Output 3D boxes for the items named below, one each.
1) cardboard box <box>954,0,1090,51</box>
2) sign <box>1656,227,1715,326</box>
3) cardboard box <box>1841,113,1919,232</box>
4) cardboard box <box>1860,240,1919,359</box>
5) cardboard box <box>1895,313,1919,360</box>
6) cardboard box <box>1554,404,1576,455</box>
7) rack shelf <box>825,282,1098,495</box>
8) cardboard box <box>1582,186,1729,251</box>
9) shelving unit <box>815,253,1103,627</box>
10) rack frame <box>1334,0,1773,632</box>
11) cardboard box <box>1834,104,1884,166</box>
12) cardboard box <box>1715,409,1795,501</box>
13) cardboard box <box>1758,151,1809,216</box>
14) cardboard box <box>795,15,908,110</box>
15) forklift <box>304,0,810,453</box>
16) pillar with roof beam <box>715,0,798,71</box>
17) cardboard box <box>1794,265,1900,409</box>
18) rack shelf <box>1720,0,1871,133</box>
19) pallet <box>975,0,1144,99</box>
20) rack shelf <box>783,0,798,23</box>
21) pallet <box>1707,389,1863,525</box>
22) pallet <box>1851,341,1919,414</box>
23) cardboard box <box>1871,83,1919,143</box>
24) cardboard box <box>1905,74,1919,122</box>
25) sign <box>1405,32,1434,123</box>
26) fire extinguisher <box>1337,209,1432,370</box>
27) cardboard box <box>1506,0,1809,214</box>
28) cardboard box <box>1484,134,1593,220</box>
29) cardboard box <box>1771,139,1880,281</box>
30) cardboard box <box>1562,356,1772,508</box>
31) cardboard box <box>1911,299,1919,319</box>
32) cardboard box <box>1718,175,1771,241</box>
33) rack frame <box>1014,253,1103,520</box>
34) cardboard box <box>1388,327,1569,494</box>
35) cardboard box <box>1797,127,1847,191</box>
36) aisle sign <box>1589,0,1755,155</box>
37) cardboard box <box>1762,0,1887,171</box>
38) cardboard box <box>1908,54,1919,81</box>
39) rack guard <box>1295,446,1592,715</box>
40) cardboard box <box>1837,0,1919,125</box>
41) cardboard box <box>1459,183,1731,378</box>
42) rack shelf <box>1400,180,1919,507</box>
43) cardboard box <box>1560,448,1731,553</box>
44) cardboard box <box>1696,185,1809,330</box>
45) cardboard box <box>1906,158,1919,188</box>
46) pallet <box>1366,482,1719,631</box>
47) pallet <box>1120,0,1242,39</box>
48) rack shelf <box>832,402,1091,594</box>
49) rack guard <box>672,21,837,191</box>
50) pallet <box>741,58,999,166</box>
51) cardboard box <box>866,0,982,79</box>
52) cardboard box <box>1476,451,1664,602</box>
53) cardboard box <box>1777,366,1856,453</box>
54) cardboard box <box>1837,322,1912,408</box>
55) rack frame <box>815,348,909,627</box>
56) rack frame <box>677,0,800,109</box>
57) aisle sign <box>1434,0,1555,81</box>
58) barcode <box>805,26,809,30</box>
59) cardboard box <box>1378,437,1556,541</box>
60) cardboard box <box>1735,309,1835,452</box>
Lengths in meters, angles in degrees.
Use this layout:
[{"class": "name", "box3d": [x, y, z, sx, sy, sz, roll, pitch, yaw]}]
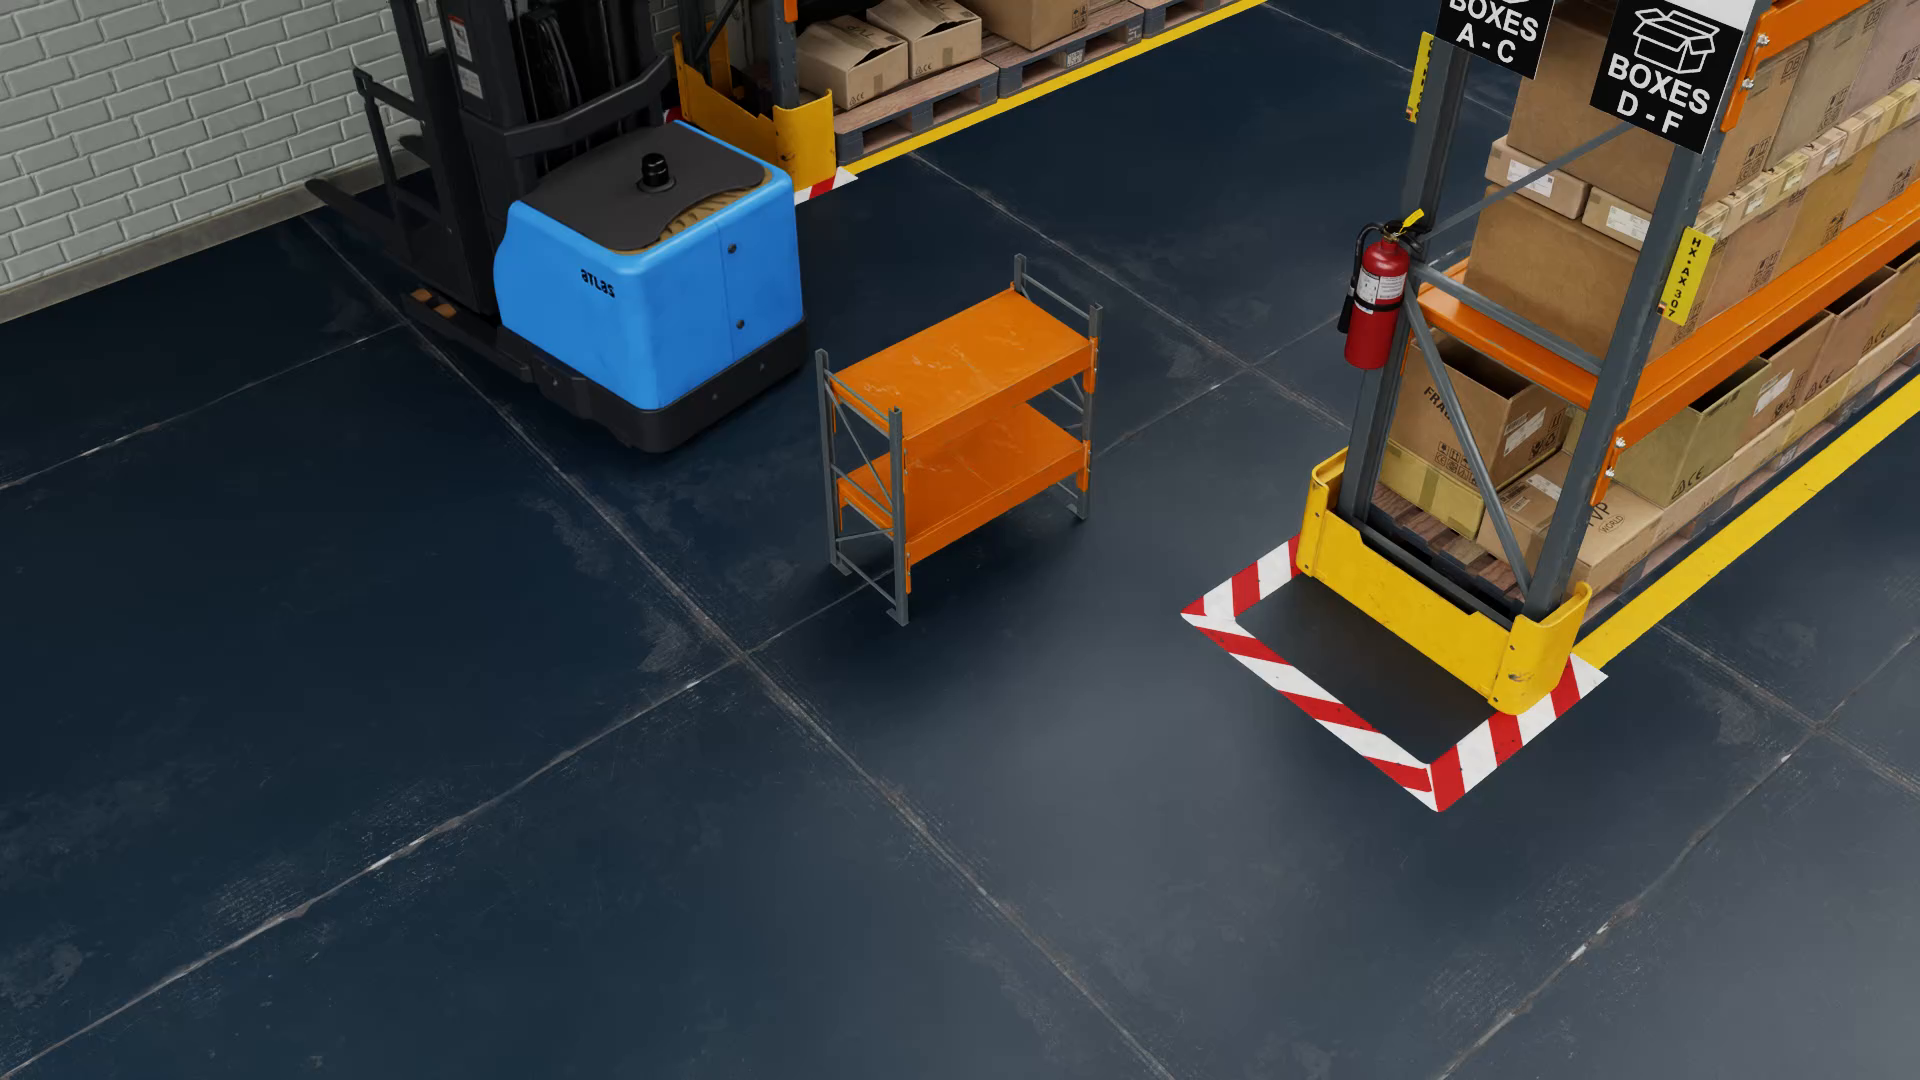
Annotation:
[{"class": "cardboard box", "box3d": [0.379, -3.432, 10.218, 0.500, 0.500, 0.700, -33, 52, -30]}, {"class": "sign", "box3d": [2.291, -0.831, 5.253, 0.005, 0.325, 0.100, -30, 51, -28]}, {"class": "cardboard box", "box3d": [3.491, -1.697, 6.792, 0.500, 0.500, 0.700, -28, 50, -27]}, {"class": "cardboard box", "box3d": [4.020, -1.208, 7.499, 0.500, 0.500, 0.500, -30, 51, -28]}, {"class": "cardboard box", "box3d": [4.402, -1.155, 7.991, 0.500, 0.250, 0.500, -30, 51, -28]}, {"class": "cardboard box", "box3d": [2.537, -0.548, 7.344, 0.500, 0.250, 0.500, -30, 51, -28]}, {"class": "rack shelf", "box3d": [0.005, -0.626, 6.668, 1.000, 0.278, 0.538, -30, 51, -28]}, {"class": "cardboard box", "box3d": [2.378, -1.113, 5.697, 0.250, 0.149, 0.380, -30, 51, -28]}, {"class": "shelving unit", "box3d": [0.005, -0.413, 6.868, 1.048, 1.125, 0.538, -30, 51, -28]}, {"class": "rack frame", "box3d": [1.939, -0.780, 5.890, 0.127, 3.000, 1.000, -30, 51, -28]}, {"class": "cardboard box", "box3d": [3.169, -1.567, 6.180, 0.250, 0.149, 0.380, -32, 52, -29]}, {"class": "cardboard box", "box3d": [3.258, -0.491, 7.283, 0.500, 0.250, 0.500, -30, 51, -28]}, {"class": "cardboard box", "box3d": [2.771, -1.339, 5.938, 0.250, 0.149, 0.380, -30, 51, -28]}, {"class": "cardboard box", "box3d": [-0.653, -2.817, 9.701, 0.500, 0.311, 0.500, 33, 52, 30]}, {"class": "forklift", "box3d": [-2.178, -2.329, 7.589, 3.031, 2.935, 1.130, 31, 51, 28]}, {"class": "pillar with roof beam", "box3d": [1.502, -4.068, 5.008, 0.400, 9.000, 9.100, -30, 51, -28]}, {"class": "cardboard box", "box3d": [3.646, -0.981, 7.257, 0.500, 0.500, 0.500, -30, 51, -28]}, {"class": "rack shelf", "box3d": [3.473, -2.490, 6.045, 4.000, 0.370, 1.077, -30, 51, -28]}, {"class": "pallet", "box3d": [0.398, -3.268, 10.576, 1.213, 0.211, 1.003, -30, 51, -28]}, {"class": "rack shelf", "box3d": [0.292, -3.996, 9.840, 4.000, 0.370, 1.077, -30, 51, -28]}, {"class": "pallet", "box3d": [3.434, -0.655, 7.793, 1.213, 0.211, 1.003, -30, 51, -28]}, {"class": "pallet", "box3d": [4.371, -1.194, 8.367, 1.213, 0.211, 1.003, -30, 51, -28]}, {"class": "cardboard box", "box3d": [3.365, -1.679, 6.300, 0.250, 0.149, 0.380, -30, 51, -28]}, {"class": "cardboard box", "box3d": [3.558, -1.787, 6.415, 0.250, 0.149, 0.380, -29, 51, -28]}, {"class": "sign", "box3d": [1.602, -1.580, 5.722, 0.005, 0.325, 0.100, -30, 51, -28]}, {"class": "fire extinguisher", "box3d": [1.551, -0.944, 6.121, 0.183, 0.674, 0.296, -30, 51, -28]}, {"class": "cardboard box", "box3d": [2.346, -1.511, 5.648, 0.500, 0.500, 0.700, -30, 51, -28]}, {"class": "cardboard box", "box3d": [2.110, -1.321, 5.919, 0.250, 0.149, 0.380, -31, 51, -28]}, {"class": "cardboard box", "box3d": [3.090, -1.463, 6.544, 0.500, 0.500, 0.700, -29, 51, -28]}, {"class": "cardboard box", "box3d": [2.876, -0.544, 6.792, 0.500, 0.500, 0.500, -30, 51, -28]}, {"class": "cardboard box", "box3d": [4.401, -1.430, 7.735, 0.500, 0.500, 0.500, -30, 51, -28]}, {"class": "cardboard box", "box3d": [2.579, -1.230, 5.822, 0.250, 0.149, 0.380, -31, 51, -29]}, {"class": "rack frame", "box3d": [0.395, -0.636, 7.106, 0.032, 1.125, 0.500, -30, 51, -28]}, {"class": "cardboard box", "box3d": [2.160, -0.596, 6.848, 0.500, 0.500, 0.500, -30, 51, -28]}, {"class": "cardboard box", "box3d": [2.966, -1.449, 6.054, 0.250, 0.149, 0.380, -31, 51, -28]}, {"class": "aisle sign", "box3d": [2.085, -1.538, 4.798, 0.004, 0.787, 0.394, -30, 51, -28]}, {"class": "cardboard box", "box3d": [2.746, -1.745, 5.897, 0.500, 0.500, 0.700, -31, 51, -29]}, {"class": "cardboard box", "box3d": [3.516, -2.187, 6.367, 0.500, 0.500, 0.700, -30, 51, -28]}, {"class": "rack guard", "box3d": [1.921, 0.141, 6.734, 0.348, 0.500, 1.175, -30, 51, -28]}, {"class": "cardboard box", "box3d": [3.132, -1.967, 6.133, 0.500, 0.500, 0.700, -30, 51, -28]}, {"class": "cardboard box", "box3d": [2.306, -1.015, 6.067, 0.500, 0.500, 0.700, -30, 51, -28]}, {"class": "rack shelf", "box3d": [3.473, -1.397, 7.072, 4.000, 0.370, 1.077, -30, 51, -28]}, {"class": "cardboard box", "box3d": [2.875, -0.272, 7.050, 0.500, 0.250, 0.500, -30, 51, -28]}, {"class": "cardboard box", "box3d": [2.705, -1.248, 6.315, 0.500, 0.500, 0.700, -28, 50, -27]}, {"class": "cardboard box", "box3d": [3.883, -1.922, 7.033, 0.500, 0.500, 0.700, -29, 50, -27]}, {"class": "pallet", "box3d": [2.499, -0.122, 7.226, 1.213, 0.211, 1.003, -30, 51, -28]}, {"class": "pallet", "box3d": [1.334, -3.807, 11.149, 1.213, 0.211, 1.003, -30, 51, -28]}, {"class": "rack shelf", "box3d": [0.005, -0.235, 7.035, 1.000, 0.278, 0.538, -30, 51, -28]}, {"class": "rack guard", "box3d": [-1.184, -2.502, 9.549, 0.348, 0.500, 1.175, -30, 51, -28]}, {"class": "pallet", "box3d": [-0.538, -2.735, 10.008, 1.213, 0.211, 1.003, -30, 51, -28]}, {"class": "cardboard box", "box3d": [-0.216, -3.067, 9.968, 0.500, 0.311, 0.500, -26, 49, -25]}, {"class": "cardboard box", "box3d": [2.493, -0.050, 6.814, 0.500, 0.250, 0.500, -30, 51, -28]}, {"class": "cardboard box", "box3d": [3.645, -0.708, 7.514, 0.500, 0.250, 0.500, -30, 51, -28]}, {"class": "cardboard box", "box3d": [4.028, -0.928, 7.749, 0.500, 0.250, 0.500, -30, 51, -28]}, {"class": "rack frame", "box3d": [-0.385, -0.190, 6.630, 0.032, 1.125, 0.500, -30, 51, -28]}, {"class": "rack frame", "box3d": [-1.242, -3.380, 8.658, 0.127, 3.000, 1.000, -30, 51, -28]}, {"class": "aisle sign", "box3d": [1.701, -1.853, 5.133, 0.004, 0.787, 0.394, -30, 51, -28]}, {"class": "barcode", "box3d": [-0.896, -3.038, 9.930, 0.075, 0.075, 0.001, -30, 51, -28]}, {"class": "cardboard box", "box3d": [2.161, -0.322, 7.103, 0.500, 0.250, 0.500, -30, 51, -28]}, {"class": "cardboard box", "box3d": [3.251, -0.770, 7.033, 0.500, 0.500, 0.500, -30, 51, -28]}]
